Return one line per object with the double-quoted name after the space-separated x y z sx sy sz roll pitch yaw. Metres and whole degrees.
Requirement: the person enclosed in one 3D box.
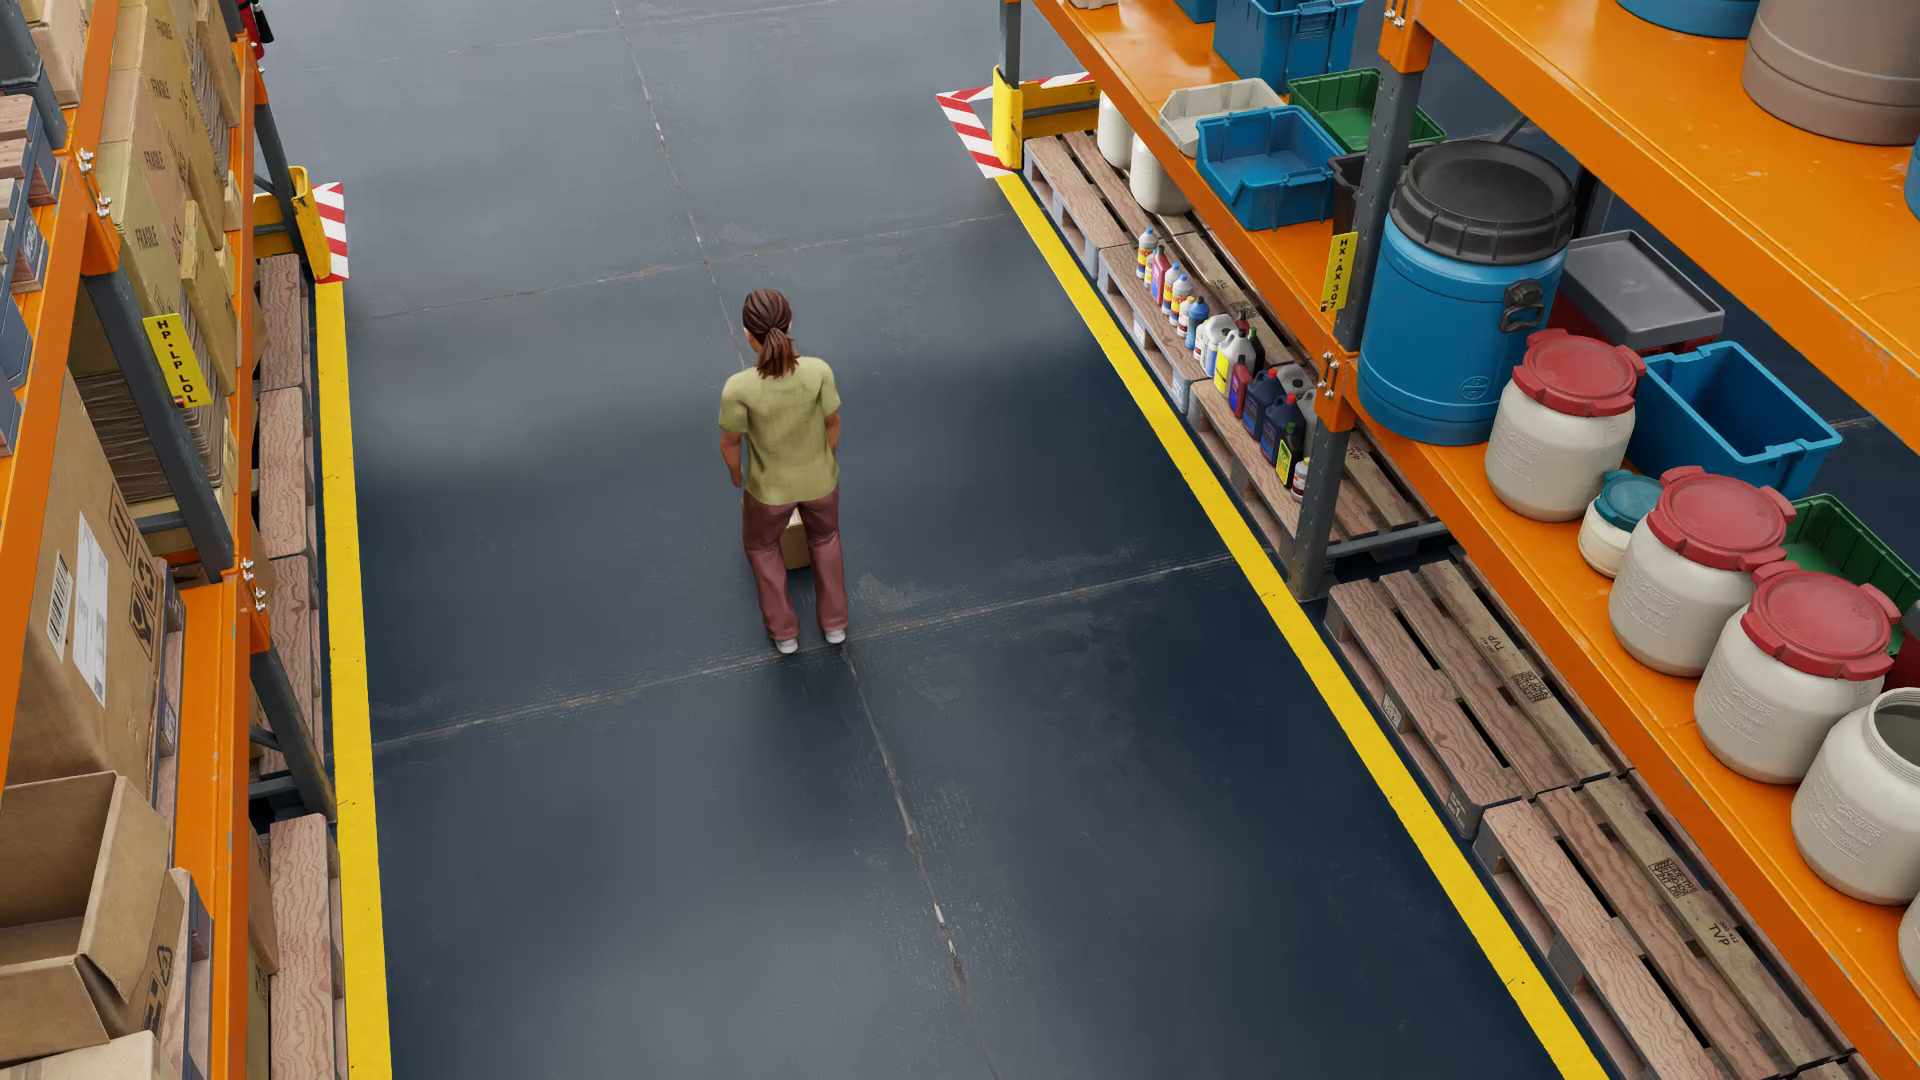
-0.683 -0.238 6.458 0.467 1.637 0.368 -11 44 -12 "person"
